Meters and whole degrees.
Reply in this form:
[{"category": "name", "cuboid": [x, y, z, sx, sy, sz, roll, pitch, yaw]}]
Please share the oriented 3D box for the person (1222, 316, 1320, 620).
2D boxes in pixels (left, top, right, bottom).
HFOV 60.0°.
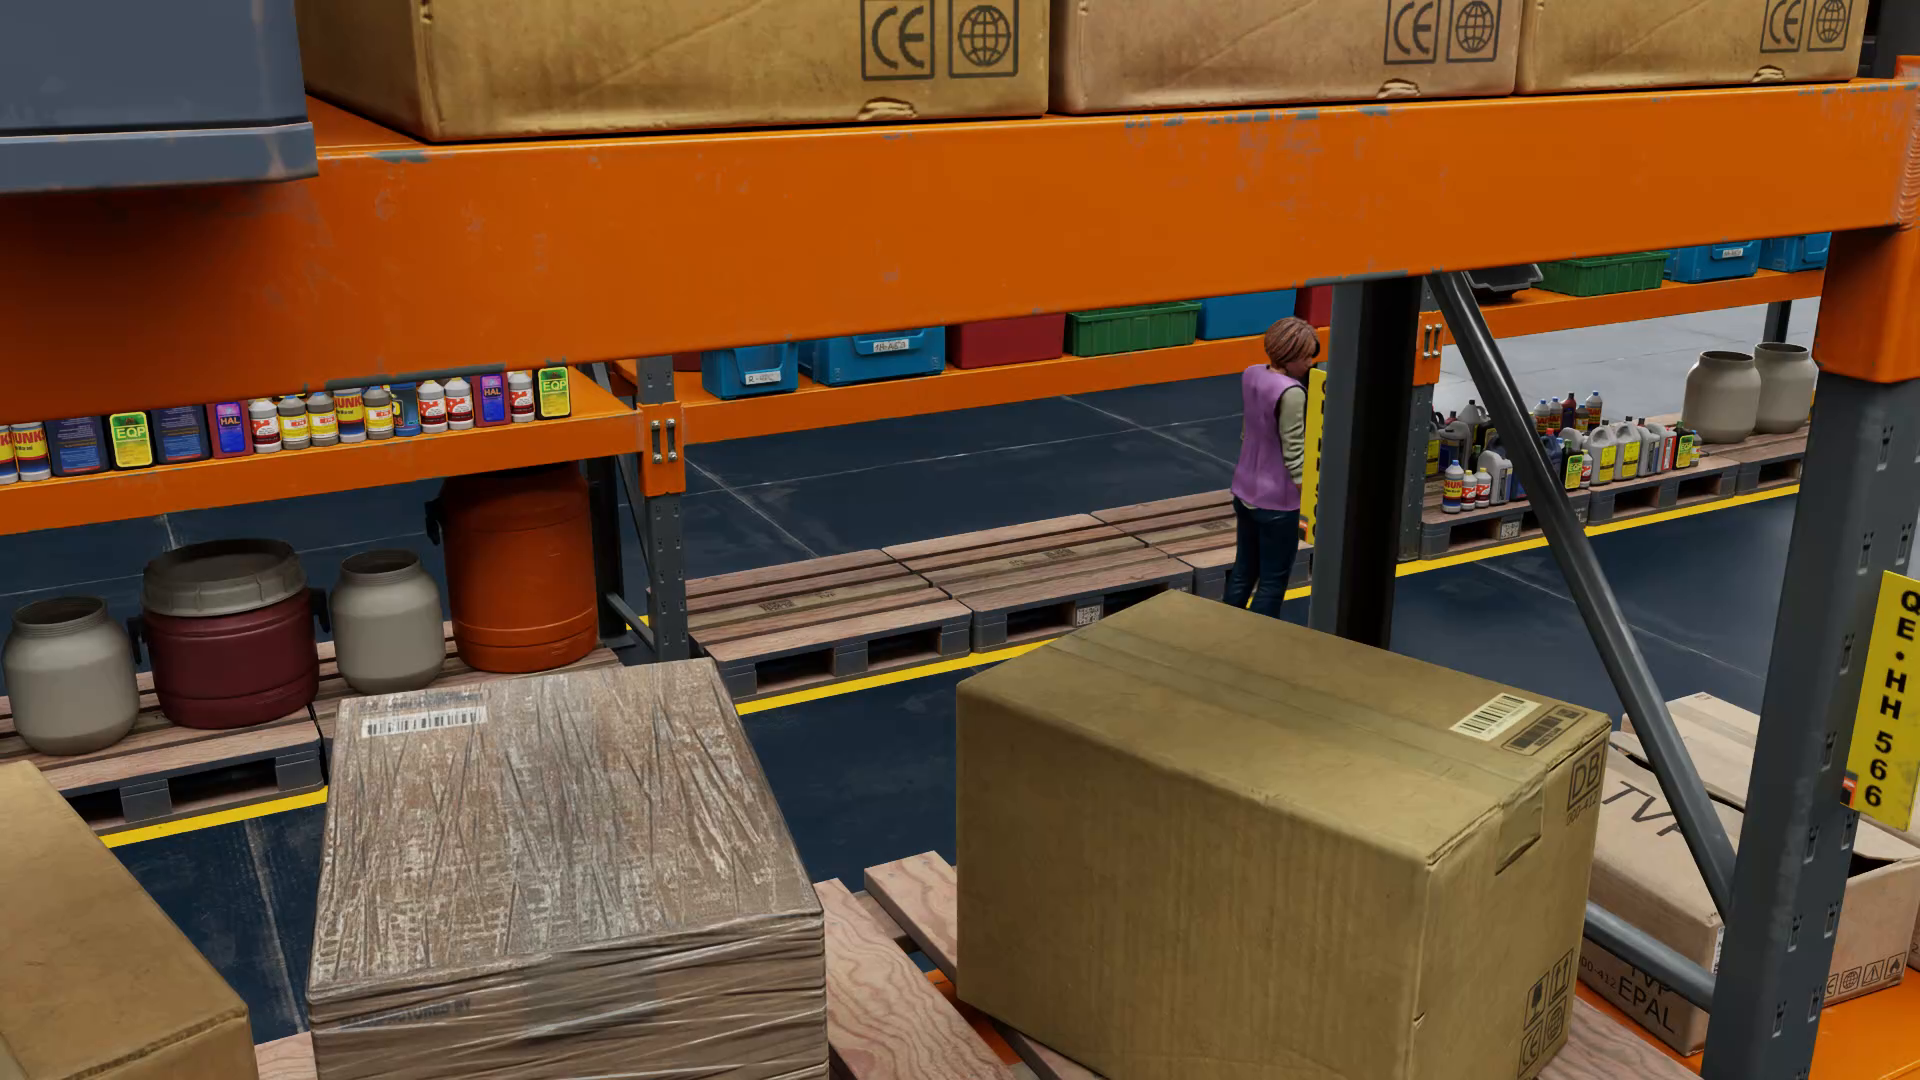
[{"category": "person", "cuboid": [1.320, -0.150, 6.969, 0.348, 1.614, 0.547, -8, 20, -22]}]
